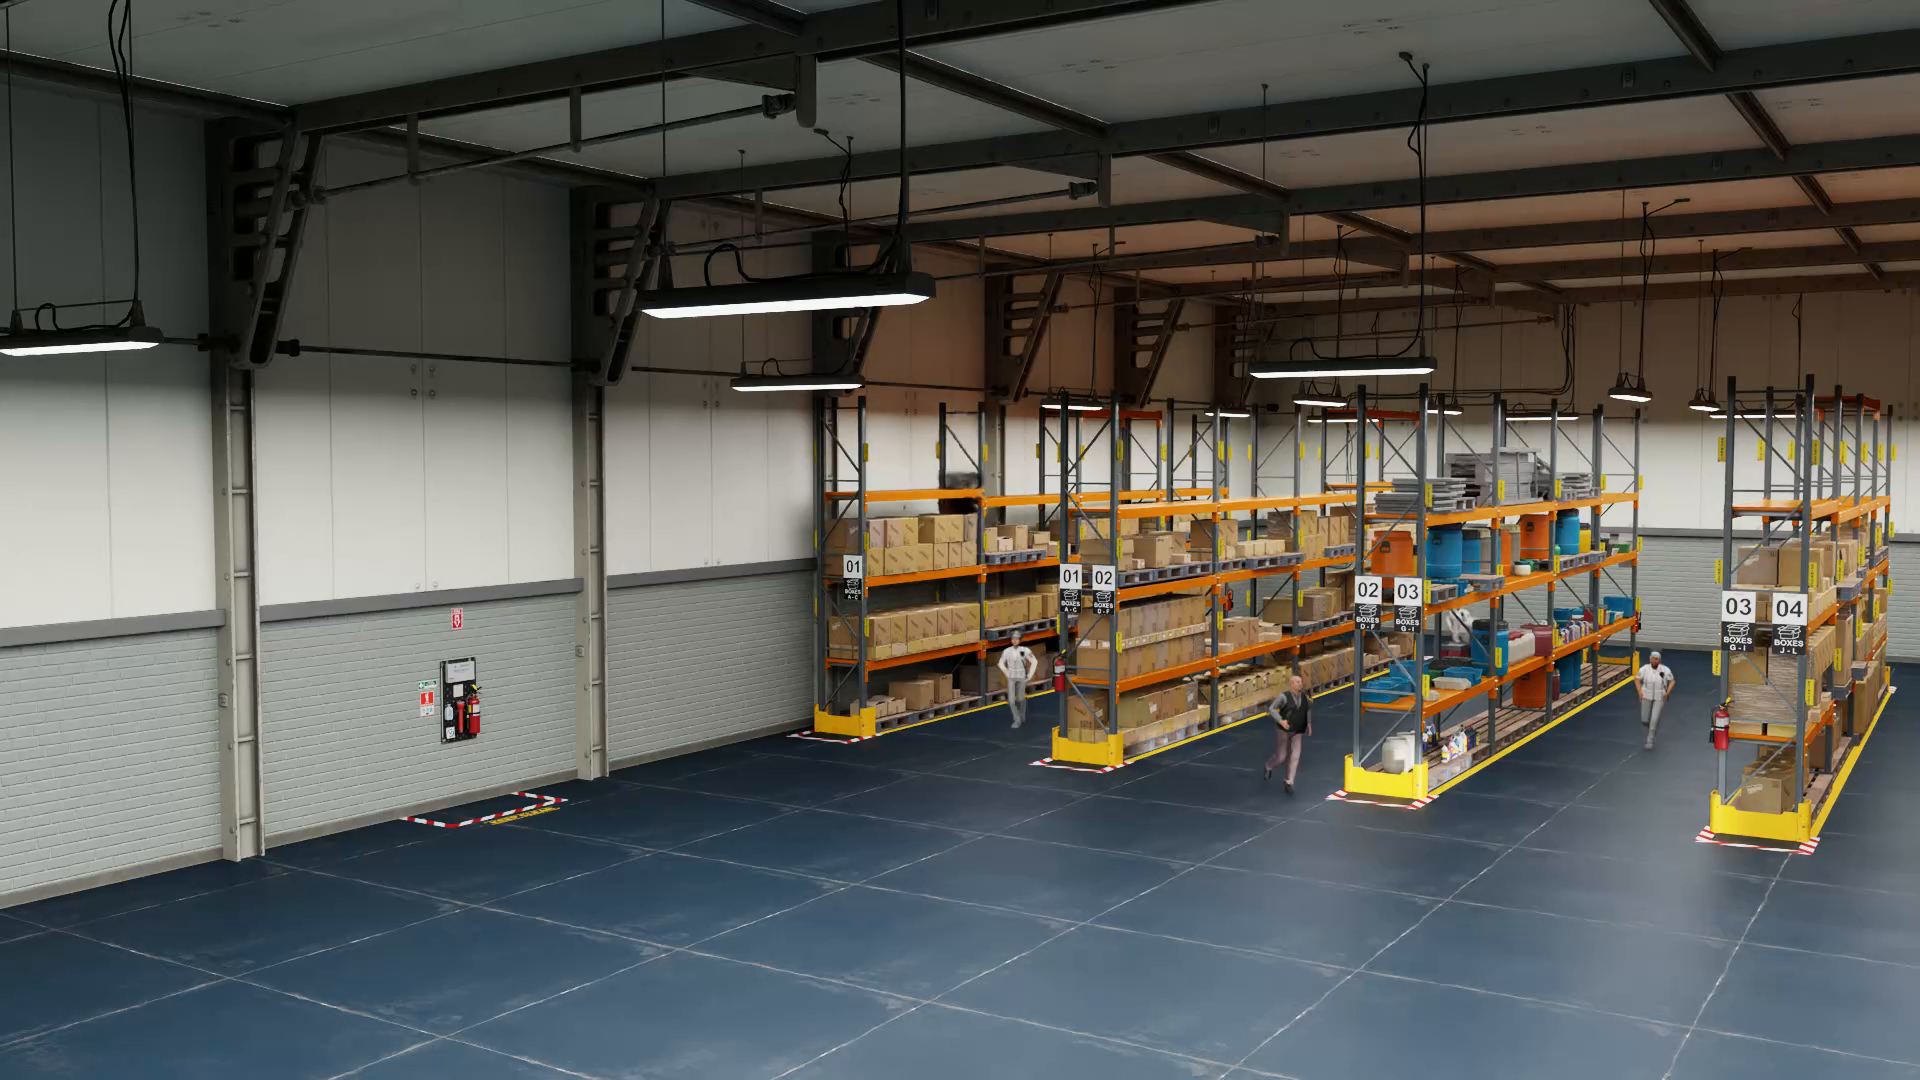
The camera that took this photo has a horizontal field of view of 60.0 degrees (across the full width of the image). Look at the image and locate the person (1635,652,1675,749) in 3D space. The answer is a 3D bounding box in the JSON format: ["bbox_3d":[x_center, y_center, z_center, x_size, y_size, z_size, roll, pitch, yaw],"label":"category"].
[{"bbox_3d":[11.857,2.709,28.387,0.627,1.633,0.652,2,3,27],"label":"person"}]

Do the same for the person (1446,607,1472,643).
[{"bbox_3d":[11.450,2.170,38.176,0.612,1.715,0.693,1,3,23],"label":"person"}]

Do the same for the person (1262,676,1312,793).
[{"bbox_3d":[4.954,2.861,24.723,0.714,1.676,0.889,-1,3,-10],"label":"person"}]

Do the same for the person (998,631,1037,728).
[{"bbox_3d":[0.974,2.393,28.568,0.674,1.670,0.455,1,3,10],"label":"person"}]
